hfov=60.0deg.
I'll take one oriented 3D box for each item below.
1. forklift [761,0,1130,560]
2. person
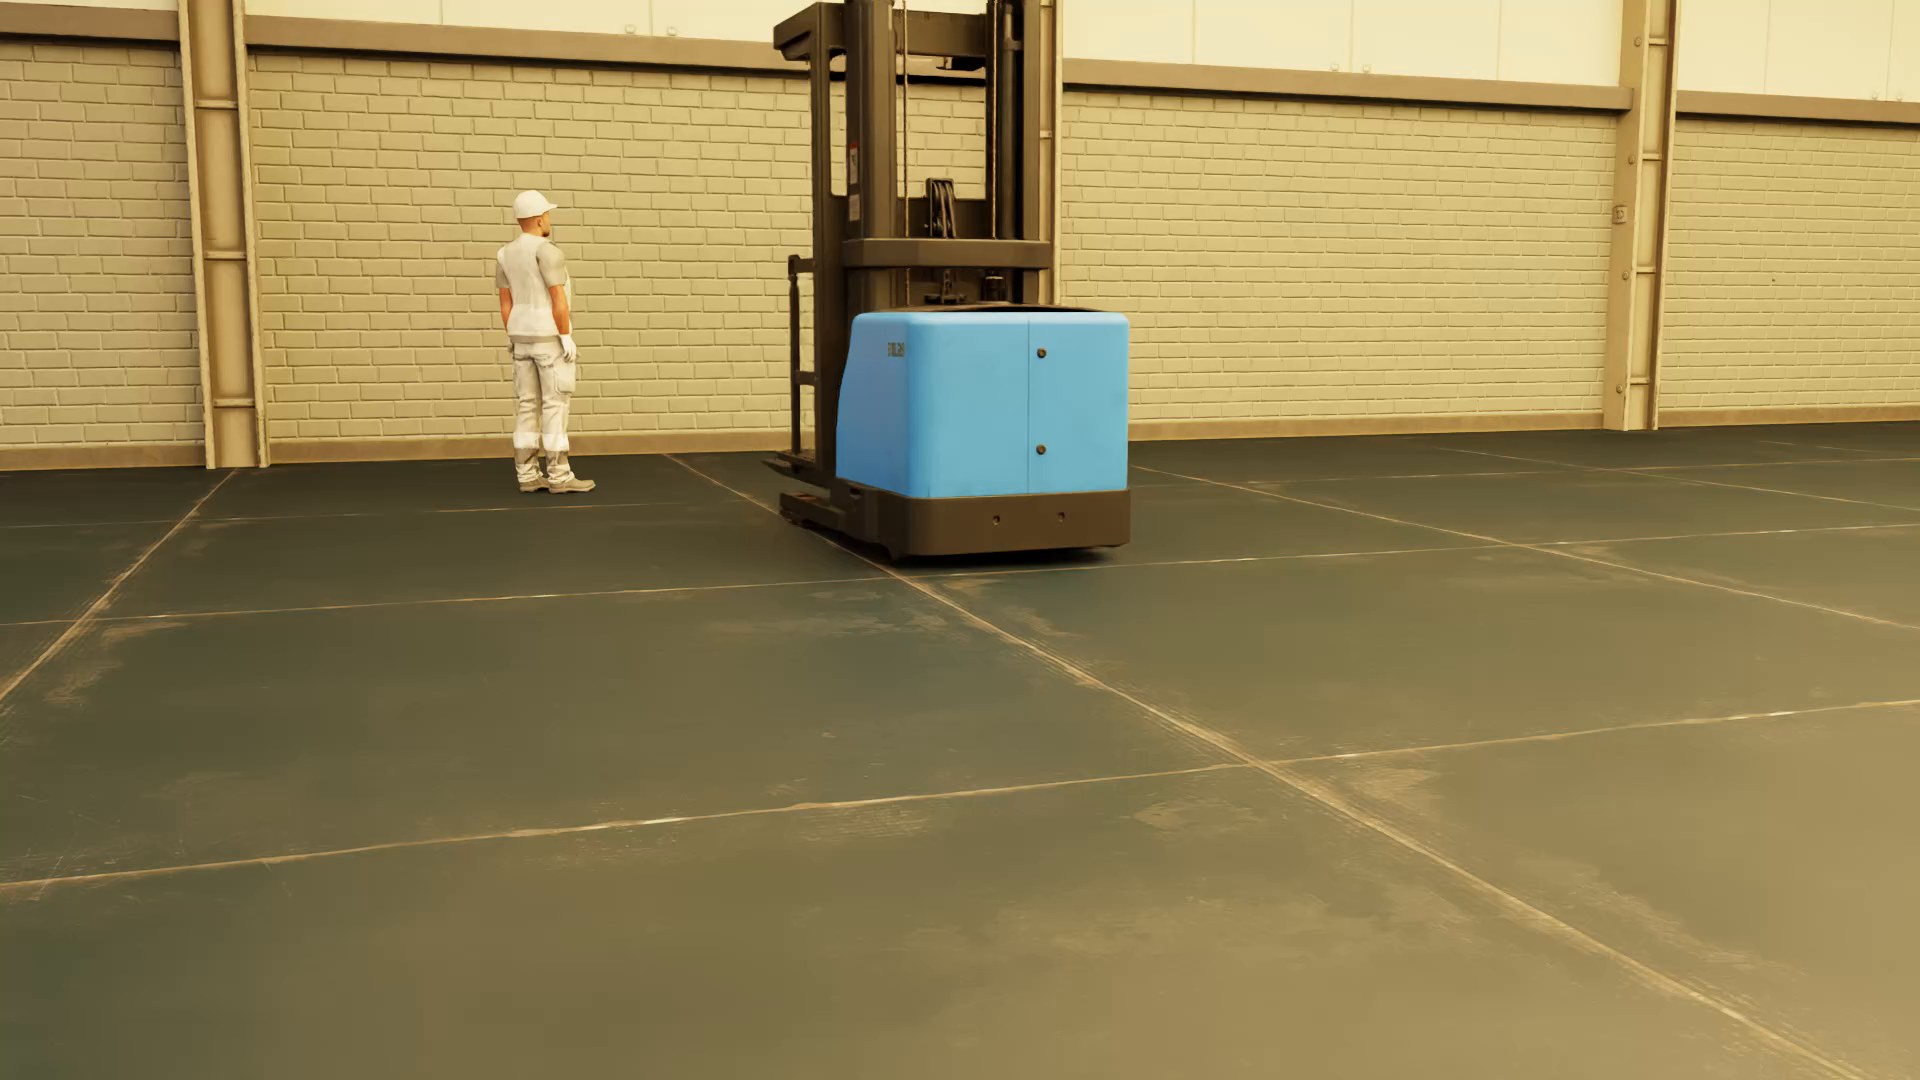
[{"bbox_3d":[-0.277,-1.526,8.271,1.130,2.935,3.031,-3,8,-22],"label":"forklift"},{"bbox_3d":[-2.505,-1.184,9.990,0.535,1.794,0.374,5,9,31],"label":"person"}]
